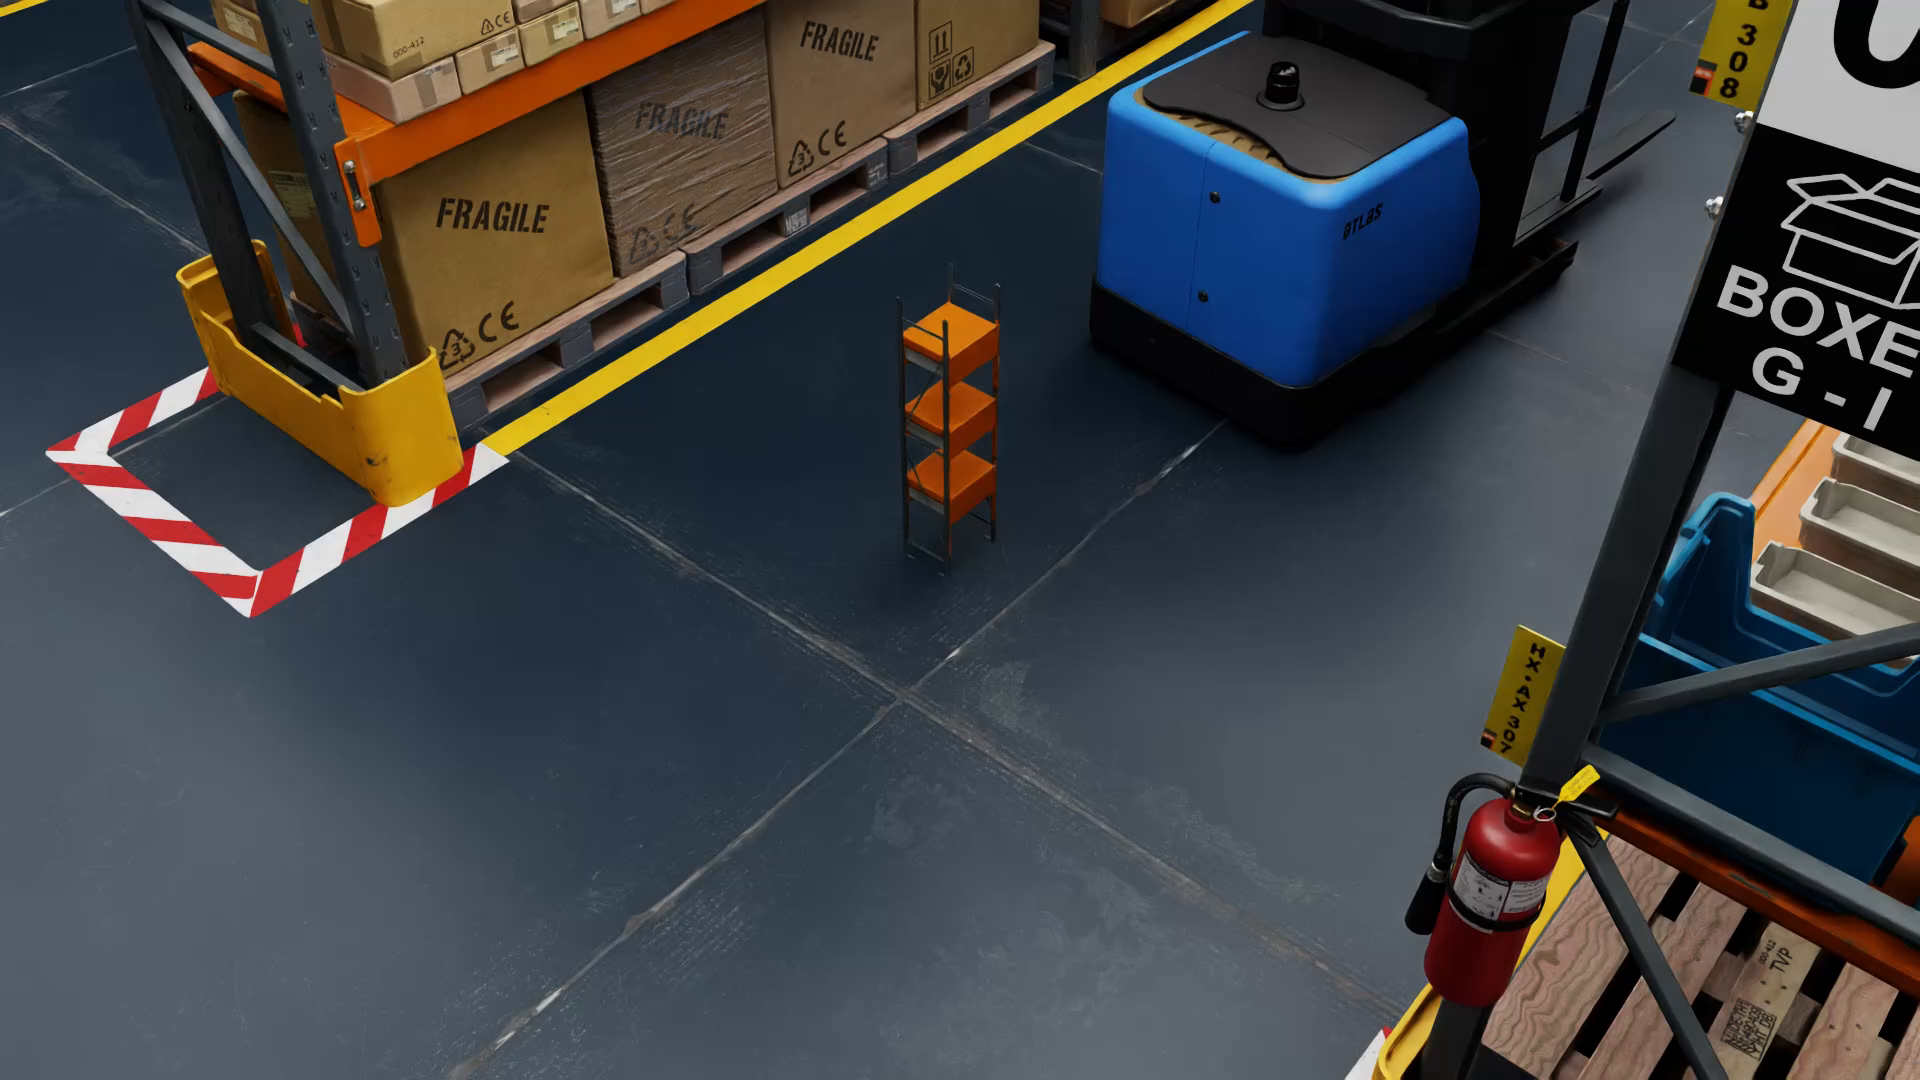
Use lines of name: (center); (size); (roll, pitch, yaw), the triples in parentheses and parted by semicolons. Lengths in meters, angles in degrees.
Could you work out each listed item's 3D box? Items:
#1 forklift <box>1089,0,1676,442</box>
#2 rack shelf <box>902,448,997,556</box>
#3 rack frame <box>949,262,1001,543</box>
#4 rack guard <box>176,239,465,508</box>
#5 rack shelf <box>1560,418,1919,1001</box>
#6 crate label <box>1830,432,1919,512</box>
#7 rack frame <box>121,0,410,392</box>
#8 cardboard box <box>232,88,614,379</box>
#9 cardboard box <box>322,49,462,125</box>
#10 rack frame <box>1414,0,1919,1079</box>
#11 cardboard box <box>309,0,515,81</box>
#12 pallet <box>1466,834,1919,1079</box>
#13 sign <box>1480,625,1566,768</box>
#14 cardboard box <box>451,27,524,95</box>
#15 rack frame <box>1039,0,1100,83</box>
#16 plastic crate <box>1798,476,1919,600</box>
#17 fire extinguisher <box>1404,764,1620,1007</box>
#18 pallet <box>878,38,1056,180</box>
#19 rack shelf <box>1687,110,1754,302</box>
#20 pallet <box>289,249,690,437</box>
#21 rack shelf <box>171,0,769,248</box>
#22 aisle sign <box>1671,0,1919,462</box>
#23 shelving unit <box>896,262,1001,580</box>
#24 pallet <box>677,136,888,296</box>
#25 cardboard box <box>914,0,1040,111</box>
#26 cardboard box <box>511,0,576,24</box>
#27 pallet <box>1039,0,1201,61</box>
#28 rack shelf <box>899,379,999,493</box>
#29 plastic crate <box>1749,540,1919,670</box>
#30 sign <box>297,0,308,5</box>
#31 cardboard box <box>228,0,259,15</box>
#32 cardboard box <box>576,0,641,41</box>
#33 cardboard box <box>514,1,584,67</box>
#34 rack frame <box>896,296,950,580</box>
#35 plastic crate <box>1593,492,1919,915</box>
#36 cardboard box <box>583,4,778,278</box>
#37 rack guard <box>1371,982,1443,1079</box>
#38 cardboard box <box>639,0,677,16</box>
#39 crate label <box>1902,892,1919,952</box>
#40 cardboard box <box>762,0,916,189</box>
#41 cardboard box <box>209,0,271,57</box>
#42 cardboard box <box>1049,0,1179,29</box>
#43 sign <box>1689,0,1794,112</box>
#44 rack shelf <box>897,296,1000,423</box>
forklift: (1.925, -2.315, 6.118); (3.031, 2.935, 1.130); (-33, 51, -31)
rack shelf: (-0.034, -0.147, 5.561); (0.215, 0.259, 0.240); (29, 50, 28)
rack frame: (0.044, -0.424, 5.436); (0.200, 1.050, 0.008); (29, 50, 28)
rack guard: (-2.333, -0.623, 6.064); (1.175, 0.500, 0.348); (29, 50, 28)
rack shelf: (2.760, -0.180, 4.252); (1.077, 0.370, 4.000); (29, 50, 28)
crate label: (2.218, -0.136, 3.821); (0.396, 0.136, 0.243); (29, 50, 28)
rack frame: (-2.318, -1.560, 5.236); (1.000, 3.000, 0.127); (29, 50, 28)
cardboard box: (-1.967, -1.294, 6.210); (0.875, 0.875, 0.875); (29, 50, 28)
cardboard box: (-1.837, -1.507, 5.365); (0.380, 0.149, 0.250); (30, 50, 29)
rack frame: (1.471, 0.583, 2.879); (0.949, 2.616, 0.053); (29, 50, 28)
cardboard box: (-1.802, -1.745, 5.330); (0.500, 0.250, 0.500); (28, 49, 27)
pallet: (2.034, 1.208, 4.265); (1.003, 0.211, 1.213); (29, 50, 28)
sign: (1.042, 0.294, 3.076); (0.100, 0.325, 0.005); (29, 50, 28)
cardboard box: (-1.673, -1.640, 5.511); (0.380, 0.149, 0.250); (29, 50, 28)
rack frame: (0.257, -3.620, 7.501); (1.000, 3.000, 0.127); (29, 50, 28)
plastic crate: (2.057, 0.018, 3.652); (0.396, 0.136, 0.243); (29, 50, 28)
fire extinguisher: (1.028, 0.632, 3.160); (0.296, 0.674, 0.183); (29, 50, 28)
pallet: (-0.293, -2.231, 8.046); (1.003, 0.211, 1.213); (29, 50, 28)
rack shelf: (2.760, -1.289, 3.243); (1.077, 0.370, 4.000); (29, 50, 28)
pallet: (-1.863, -0.974, 6.664); (1.003, 0.211, 1.213); (29, 50, 28)
rack shelf: (-1.030, -2.324, 6.611); (1.077, 0.370, 4.000); (29, 50, 28)
aisle sign: (1.203, -0.467, 2.102); (0.394, 0.787, 0.004); (29, 50, 28)
shelving unit: (-0.034, -0.361, 5.367); (0.215, 1.050, 0.252); (29, 50, 28)
pallet: (-1.078, -1.599, 7.352); (1.003, 0.211, 1.213); (29, 50, 28)
cardboard box: (-0.229, -2.684, 7.739); (0.875, 0.875, 0.875); (29, 50, 28)
cardboard box: (-1.473, -2.016, 5.627); (0.500, 0.250, 0.500); (29, 50, 28)
pallet: (0.696, -3.018, 8.912); (1.003, 0.211, 1.213); (29, 50, 28)
rack shelf: (-0.034, -0.353, 5.374); (0.215, 0.259, 0.240); (29, 50, 28)
plastic crate: (1.860, 0.161, 3.494); (0.396, 0.136, 0.243); (29, 50, 28)
sign: (-1.897, -1.667, 4.651); (0.100, 0.325, 0.005); (29, 50, 28)
cardboard box: (-2.209, -1.979, 5.587); (0.500, 0.250, 0.500); (29, 50, 28)
cardboard box: (-1.341, -1.907, 5.804); (0.380, 0.149, 0.250); (29, 50, 28)
cardboard box: (-1.508, -1.772, 5.656); (0.380, 0.149, 0.250); (28, 49, 28)
rack frame: (-0.113, -0.298, 5.297); (0.200, 1.050, 0.008); (29, 50, 28)
plastic crate: (1.546, 0.296, 3.124); (0.616, 0.435, 0.499); (29, 50, 28)
cardboard box: (-1.381, -1.762, 6.726); (0.875, 0.875, 0.875); (29, 50, 28)
rack guard: (1.468, 1.527, 3.699); (1.175, 0.500, 0.348); (29, 50, 28)
cardboard box: (-1.177, -2.037, 5.948); (0.380, 0.149, 0.250); (29, 49, 28)
crate label: (1.884, 0.639, 2.897); (0.416, 0.233, 0.303); (29, 50, 28)
cardboard box: (-0.809, -2.221, 7.230); (0.875, 0.875, 0.875); (29, 50, 28)
cardboard box: (-2.340, -1.793, 5.679); (0.380, 0.149, 0.250); (30, 50, 29)
cardboard box: (0.653, -3.327, 8.447); (1.225, 0.875, 0.875); (30, 50, 29)
sign: (1.042, -0.717, 2.157); (0.100, 0.325, 0.005); (29, 50, 28)
rack shelf: (-0.034, -0.563, 5.183); (0.215, 0.259, 0.240); (29, 50, 28)
